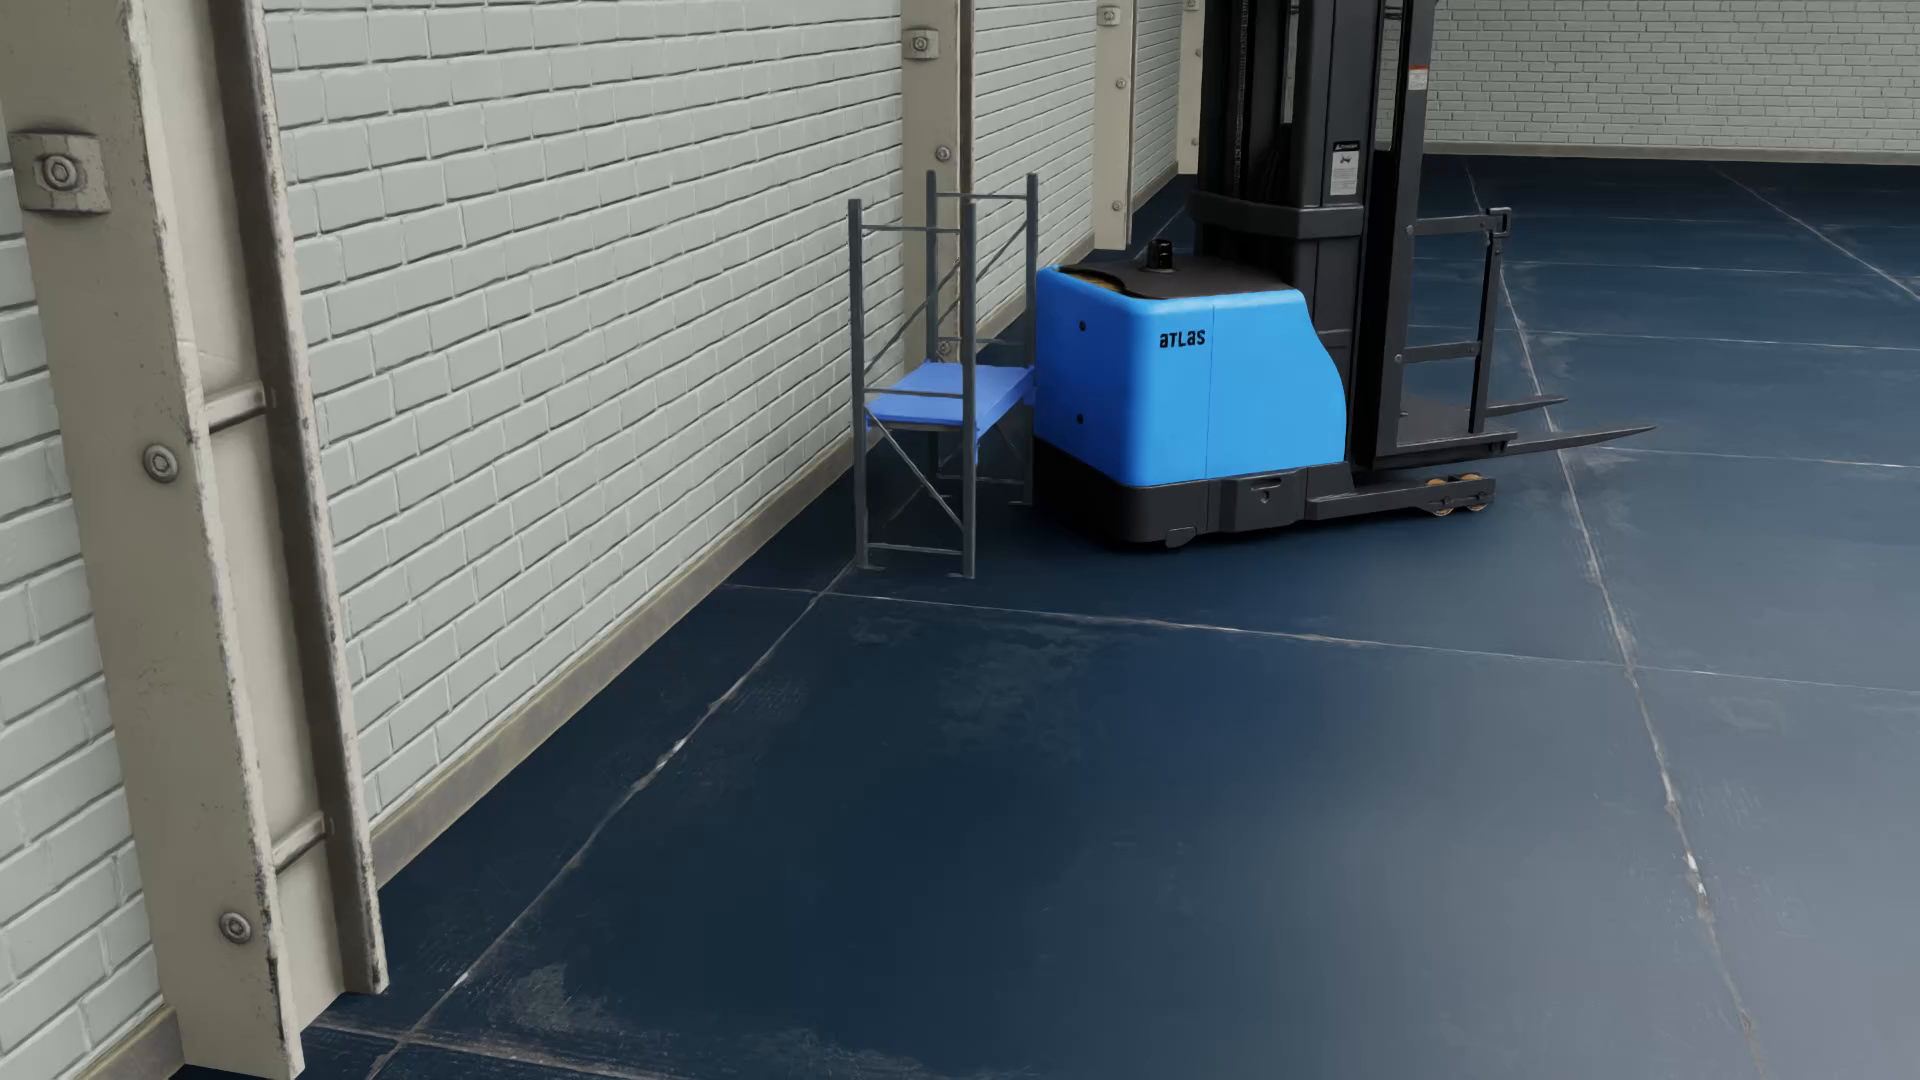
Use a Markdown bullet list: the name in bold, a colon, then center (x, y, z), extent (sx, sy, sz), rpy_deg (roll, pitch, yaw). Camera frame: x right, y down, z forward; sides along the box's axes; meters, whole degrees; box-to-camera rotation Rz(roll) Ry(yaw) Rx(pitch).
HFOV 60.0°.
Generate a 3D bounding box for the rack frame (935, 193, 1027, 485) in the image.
- **rack frame**: center (0.093, -0.891, 7.476), extent (0.475, 1.308, 0.013), rpy_deg (5, 20, 15)

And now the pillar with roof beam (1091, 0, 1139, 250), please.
- **pillar with roof beam**: center (5.526, -6.555, 12.458), extent (9.100, 9.000, 0.400), rpy_deg (5, 19, 13)

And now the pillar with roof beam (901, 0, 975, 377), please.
- **pillar with roof beam**: center (4.060, -4.675, 6.952), extent (9.100, 9.000, 0.400), rpy_deg (5, 19, 13)

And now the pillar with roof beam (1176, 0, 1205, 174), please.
- **pillar with roof beam**: center (6.992, -8.436, 17.964), extent (9.100, 9.000, 0.400), rpy_deg (5, 19, 13)

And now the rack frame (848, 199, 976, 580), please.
- **rack frame**: center (-0.183, -0.575, 6.551), extent (0.500, 1.500, 0.032), rpy_deg (5, 20, 15)

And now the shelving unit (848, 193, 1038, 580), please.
- **shelving unit**: center (-0.046, -0.732, 7.009), extent (0.538, 1.500, 1.039), rpy_deg (5, 20, 15)

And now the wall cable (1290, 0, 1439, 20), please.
- **wall cable**: center (4.819, -8.125, 21.859), extent (3.097, 2.526, 0.112), rpy_deg (5, 19, 13)

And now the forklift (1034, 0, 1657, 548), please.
- **forklift**: center (1.887, -1.643, 7.463), extent (3.031, 2.935, 1.130), rpy_deg (-8, 20, -21)

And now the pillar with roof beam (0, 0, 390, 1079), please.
- **pillar with roof beam**: center (2.594, -2.794, 1.446), extent (9.100, 9.000, 0.400), rpy_deg (5, 19, 13)

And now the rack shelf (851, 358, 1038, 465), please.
- **rack shelf**: center (-0.044, -0.563, 7.071), extent (0.538, 0.185, 1.000), rpy_deg (5, 20, 15)
